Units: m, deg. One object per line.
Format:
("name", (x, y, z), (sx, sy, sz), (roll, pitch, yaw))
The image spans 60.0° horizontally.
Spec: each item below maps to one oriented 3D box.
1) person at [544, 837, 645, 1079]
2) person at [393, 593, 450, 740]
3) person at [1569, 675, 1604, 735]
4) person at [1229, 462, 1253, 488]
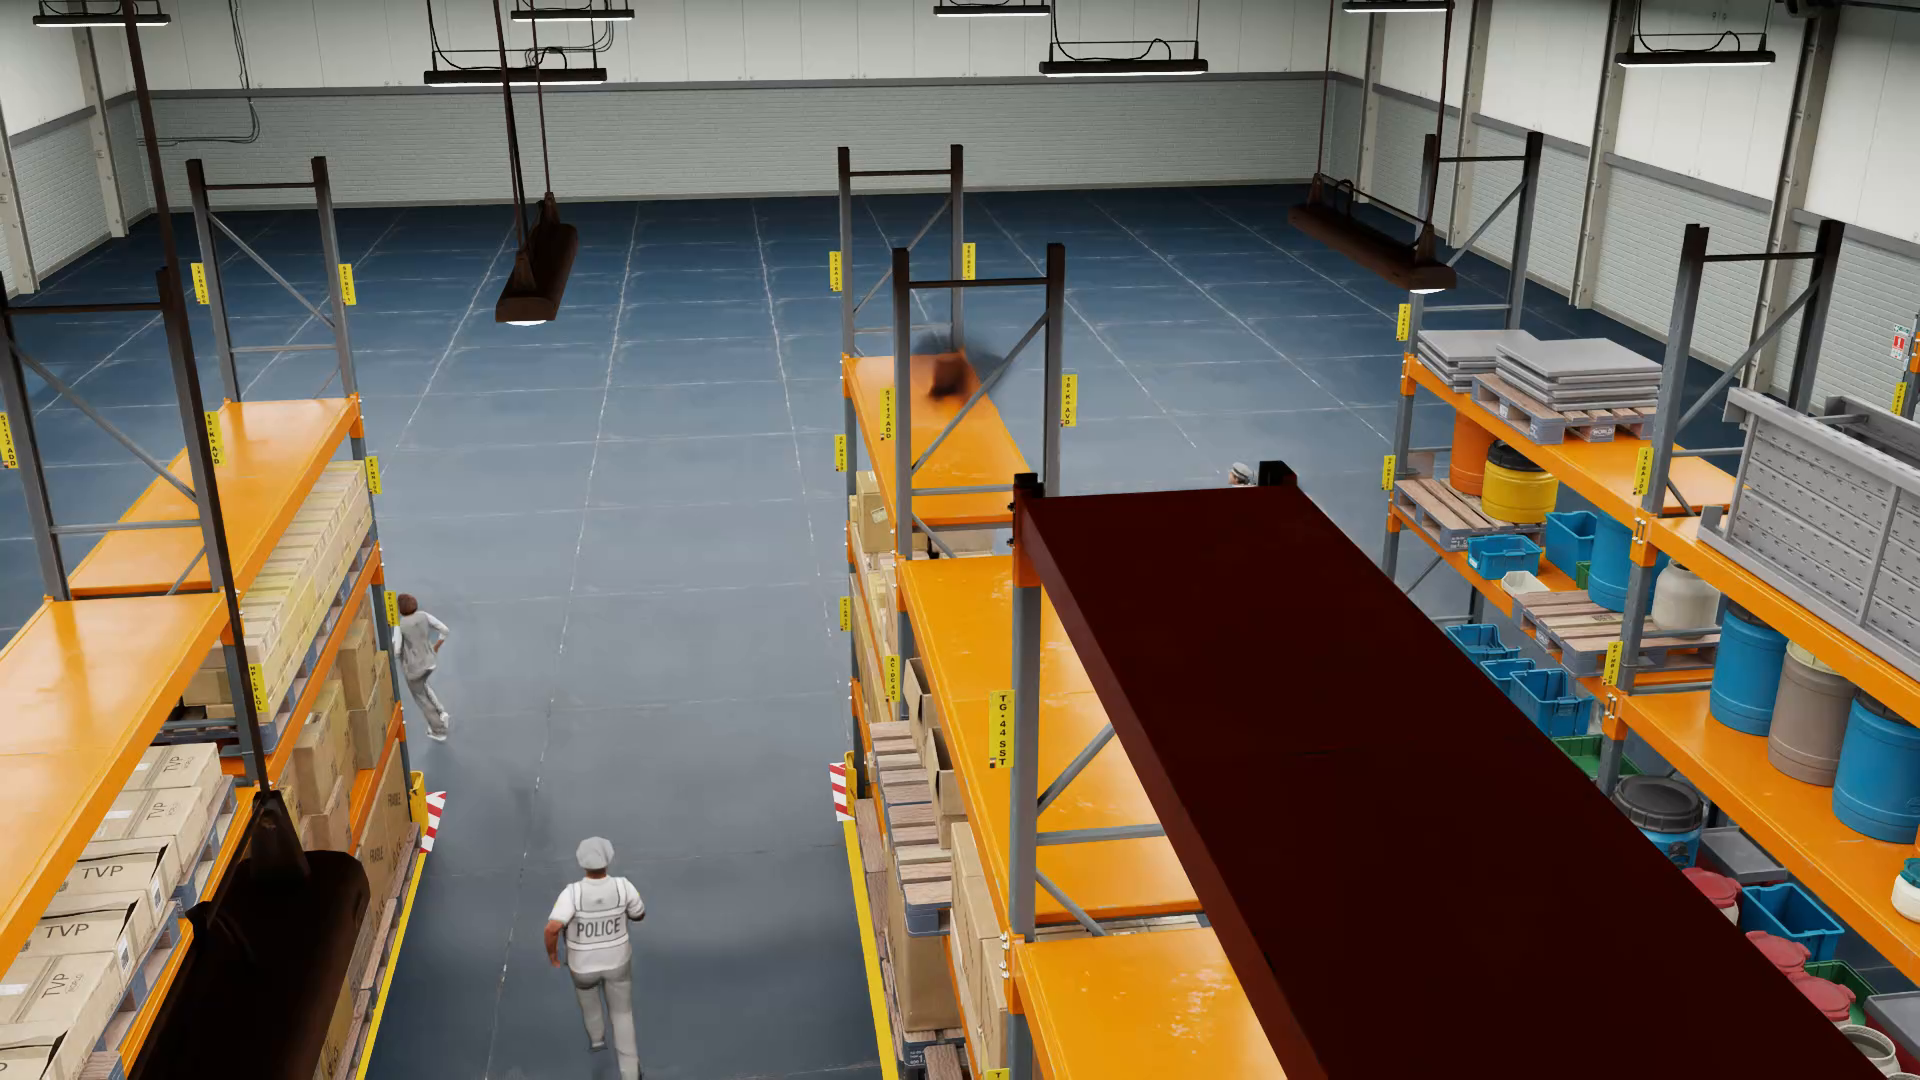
("person", (-2.457, 2.889, 11.331), (0.673, 1.833, 0.915), (-5, 22, -12))
("person", (-5.292, 1.222, 16.268), (0.489, 1.554, 0.555), (17, 27, 36))
("person", (6.009, 1.417, 15.855), (0.570, 1.611, 0.567), (-15, 26, -33))
("person", (3.286, -0.056, 19.515), (0.775, 1.754, 0.584), (7, 23, 18))
